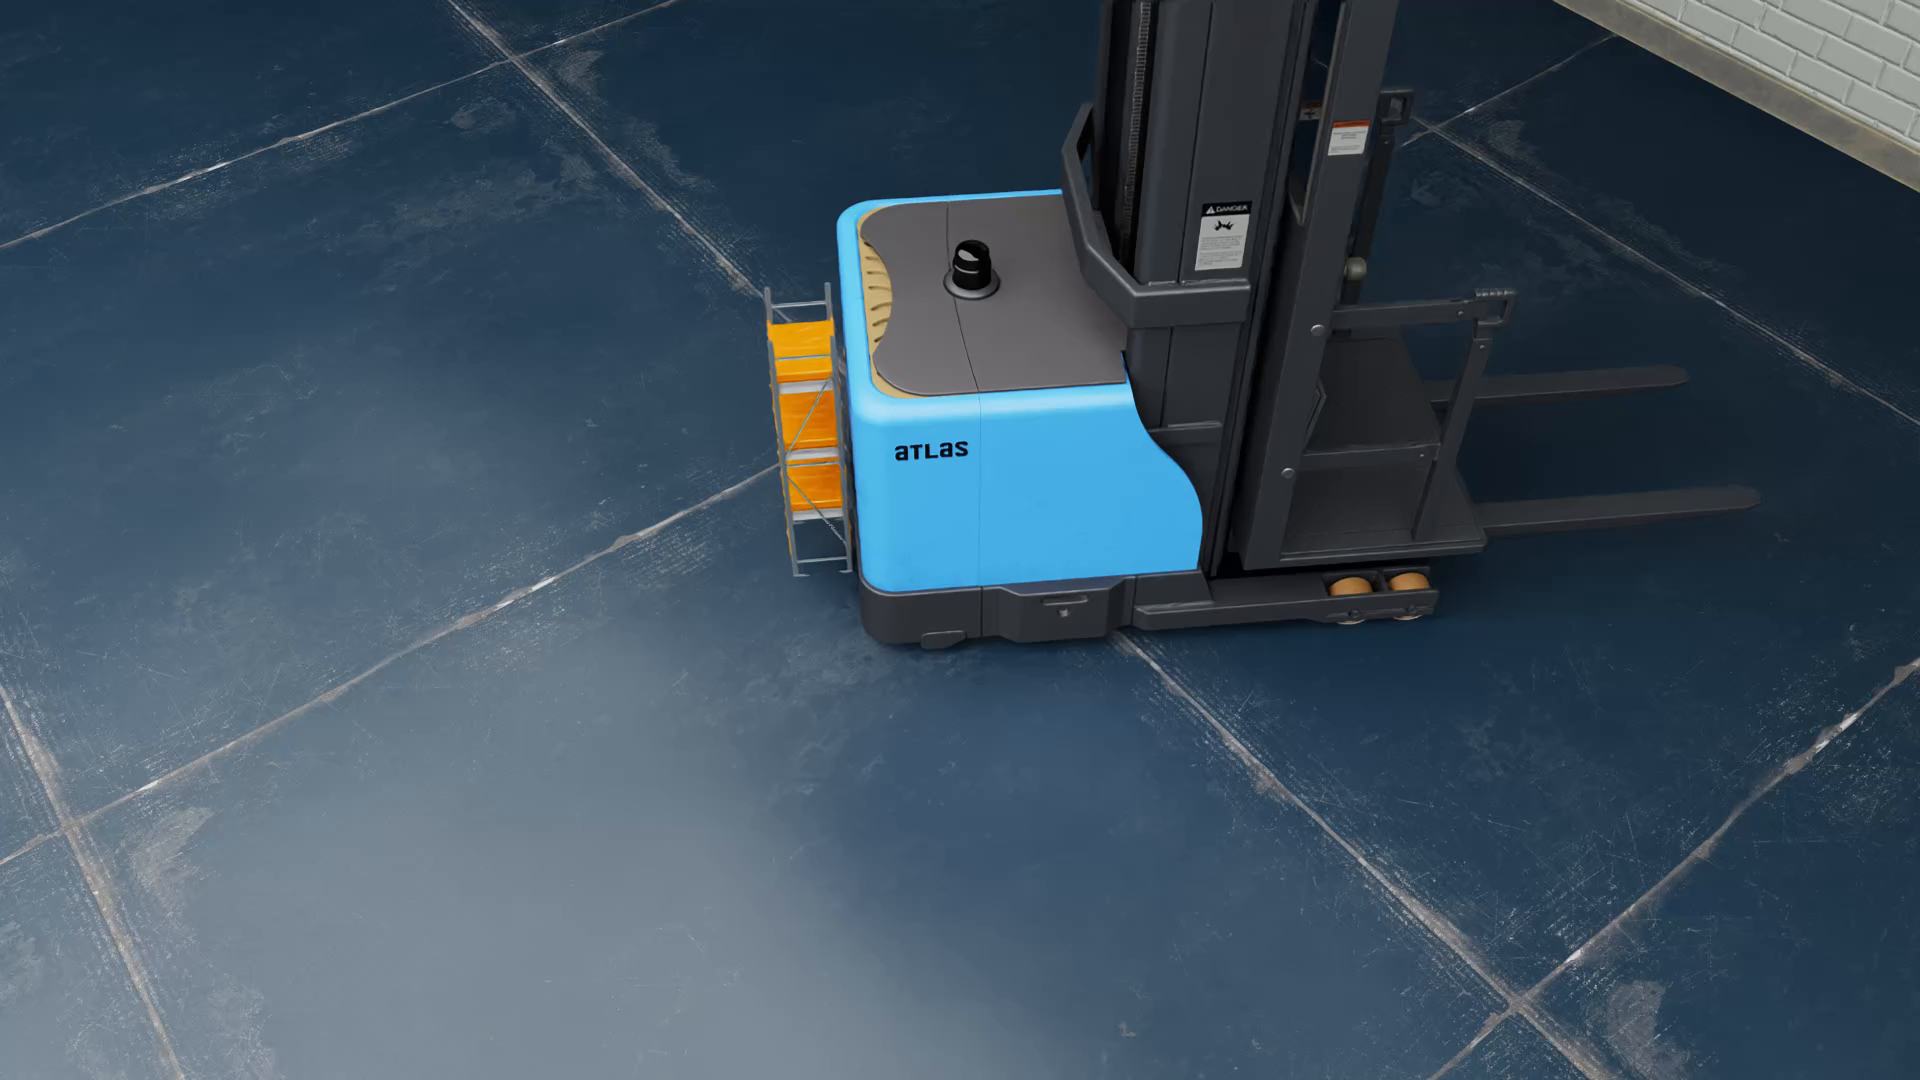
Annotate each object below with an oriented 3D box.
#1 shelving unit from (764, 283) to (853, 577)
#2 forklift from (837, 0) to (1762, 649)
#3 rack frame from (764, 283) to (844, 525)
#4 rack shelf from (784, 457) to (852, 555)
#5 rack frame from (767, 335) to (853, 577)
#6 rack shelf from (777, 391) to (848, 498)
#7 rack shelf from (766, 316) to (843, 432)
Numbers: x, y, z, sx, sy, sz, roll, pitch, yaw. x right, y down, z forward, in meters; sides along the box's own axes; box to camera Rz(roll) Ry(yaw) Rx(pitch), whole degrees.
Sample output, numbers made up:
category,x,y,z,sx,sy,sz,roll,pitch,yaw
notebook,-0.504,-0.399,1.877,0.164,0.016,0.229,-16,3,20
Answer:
category,x,y,z,sx,sy,sz,roll,pitch,yaw
shelving unit,-0.479,-0.327,5.338,0.215,1.050,0.252,-5,48,-4
forklift,1.146,-1.093,4.763,3.031,2.935,1.130,-4,48,-4
rack frame,-0.493,-0.417,5.419,0.200,1.050,0.008,-5,48,-4
rack shelf,-0.479,-0.133,5.552,0.215,0.259,0.240,-5,48,-4
rack frame,-0.464,-0.237,5.256,0.200,1.050,0.008,-5,48,-4
rack shelf,-0.479,-0.320,5.346,0.215,0.259,0.240,-5,48,-4
rack shelf,-0.479,-0.510,5.135,0.215,0.259,0.240,-5,48,-4
